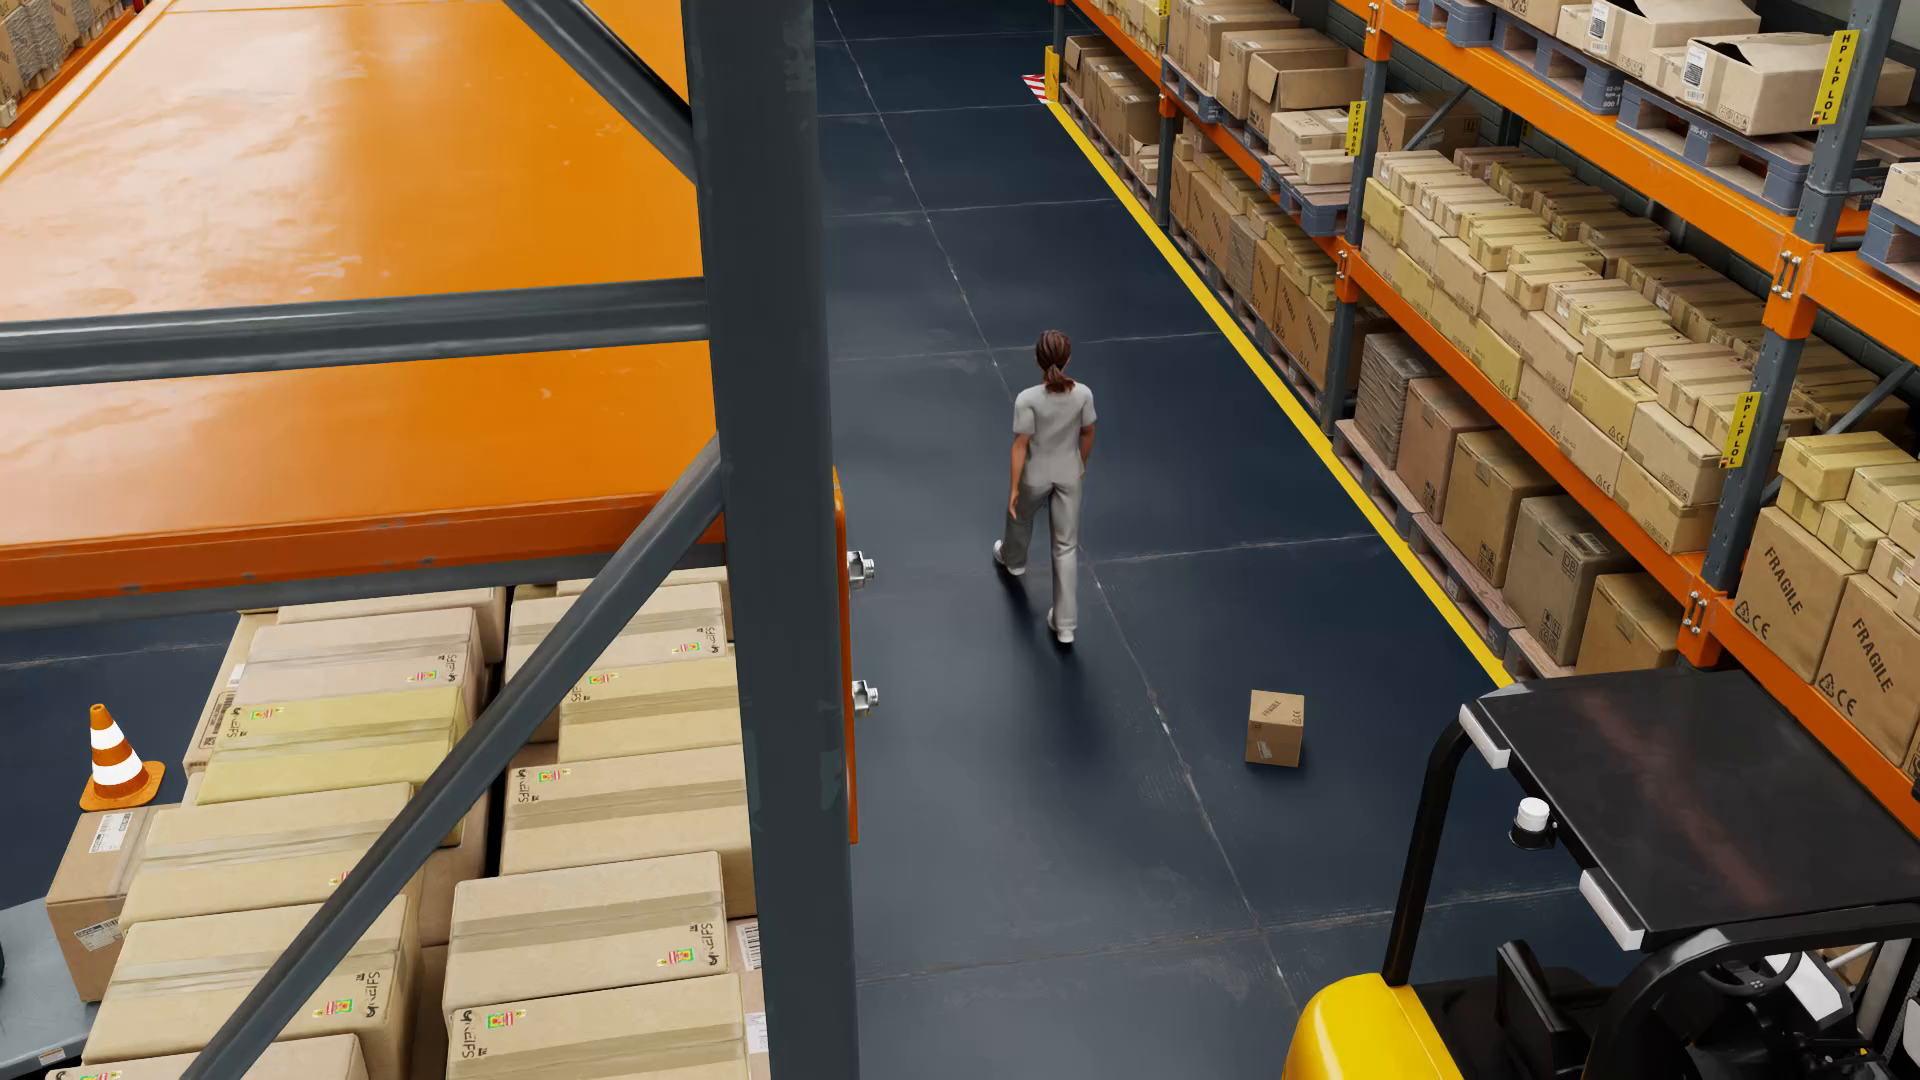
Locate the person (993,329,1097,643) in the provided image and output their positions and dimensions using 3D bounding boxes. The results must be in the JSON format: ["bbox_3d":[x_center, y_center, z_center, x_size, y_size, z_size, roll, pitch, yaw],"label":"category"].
[{"bbox_3d":[0.458,-0.382,8.756,0.485,1.607,1.030,-4,31,-7],"label":"person"}]
